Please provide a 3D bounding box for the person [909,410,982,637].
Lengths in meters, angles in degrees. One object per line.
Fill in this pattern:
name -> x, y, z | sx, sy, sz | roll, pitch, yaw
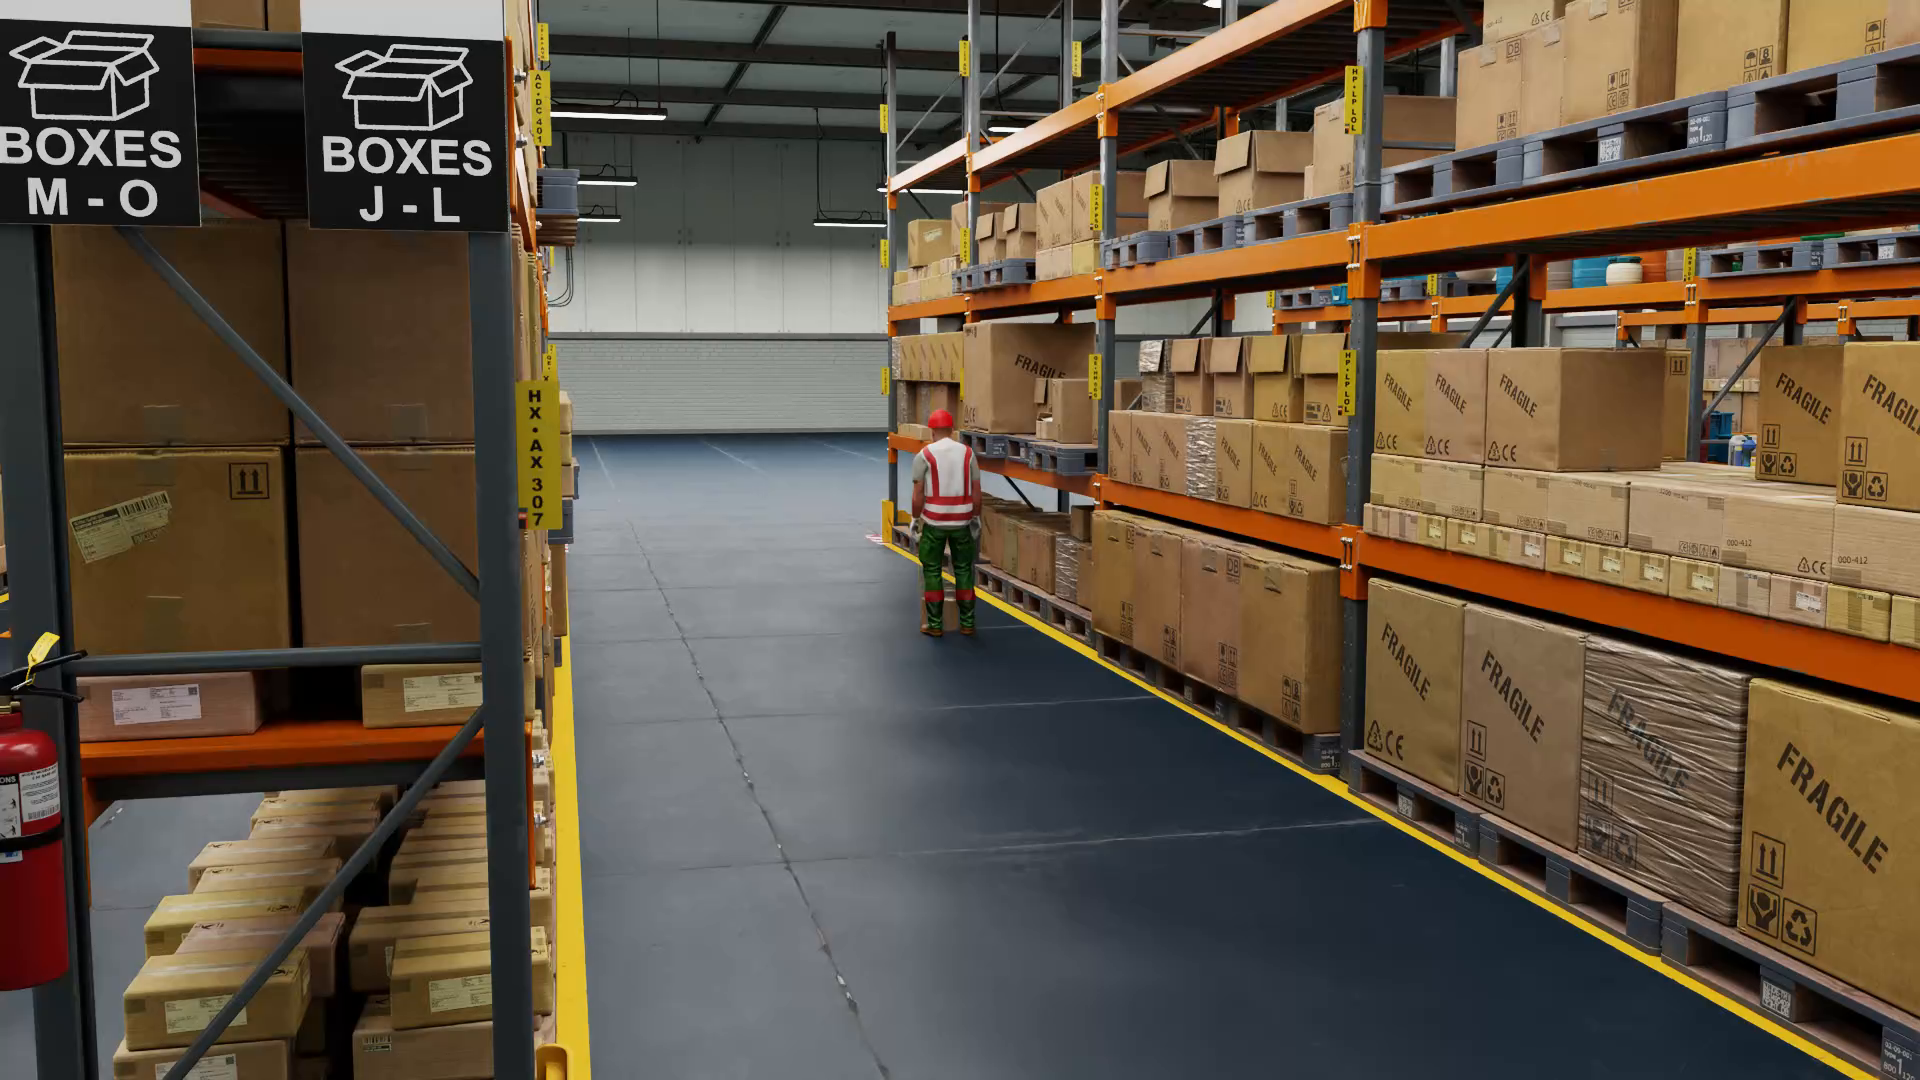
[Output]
person -> -0.113, -0.137, 13.121 | 0.597, 1.778, 0.450 | -2, 6, -16
